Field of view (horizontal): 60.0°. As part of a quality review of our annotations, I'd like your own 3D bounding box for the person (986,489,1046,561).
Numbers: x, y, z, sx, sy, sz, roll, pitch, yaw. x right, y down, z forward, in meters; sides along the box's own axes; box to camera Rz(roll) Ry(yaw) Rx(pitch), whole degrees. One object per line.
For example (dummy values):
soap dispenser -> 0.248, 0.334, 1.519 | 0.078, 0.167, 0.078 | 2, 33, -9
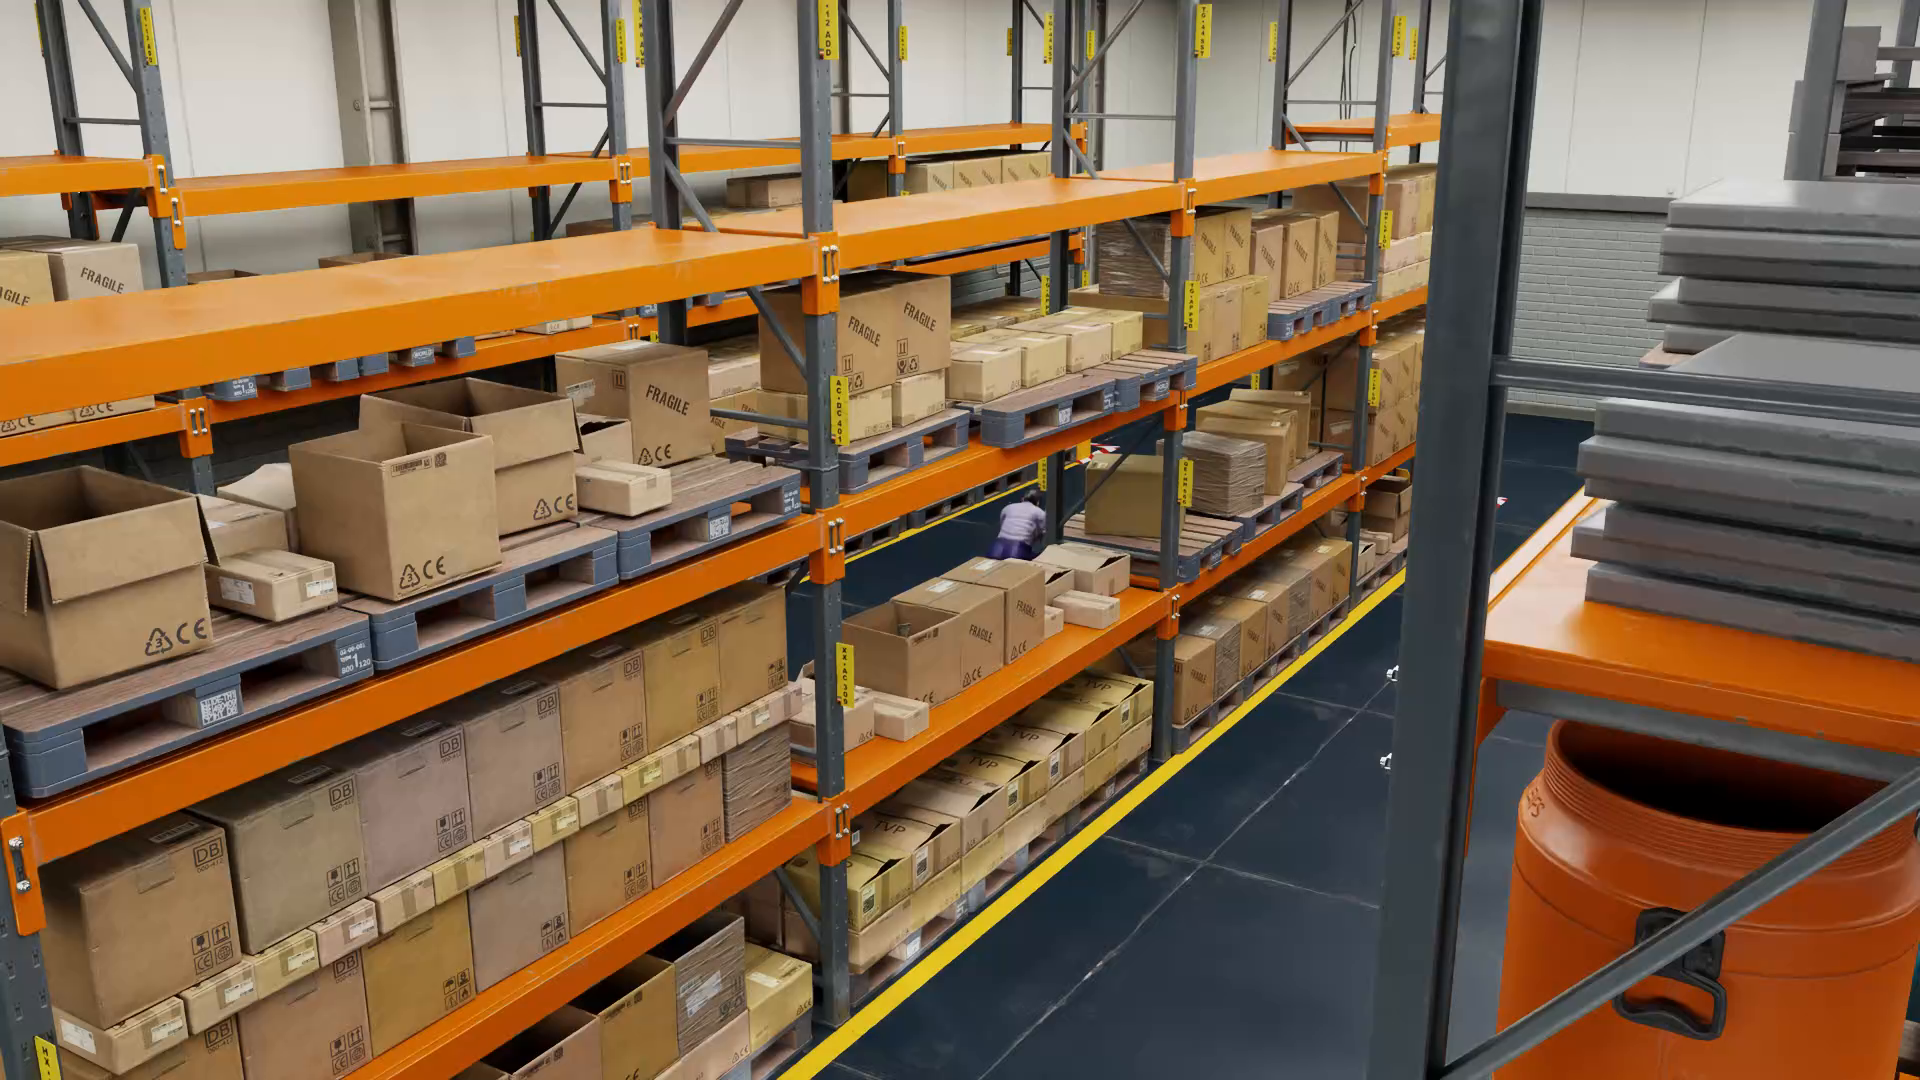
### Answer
person -> 0.541, 0.119, 15.213 | 0.534, 1.060, 0.785 | 10, 19, 30
